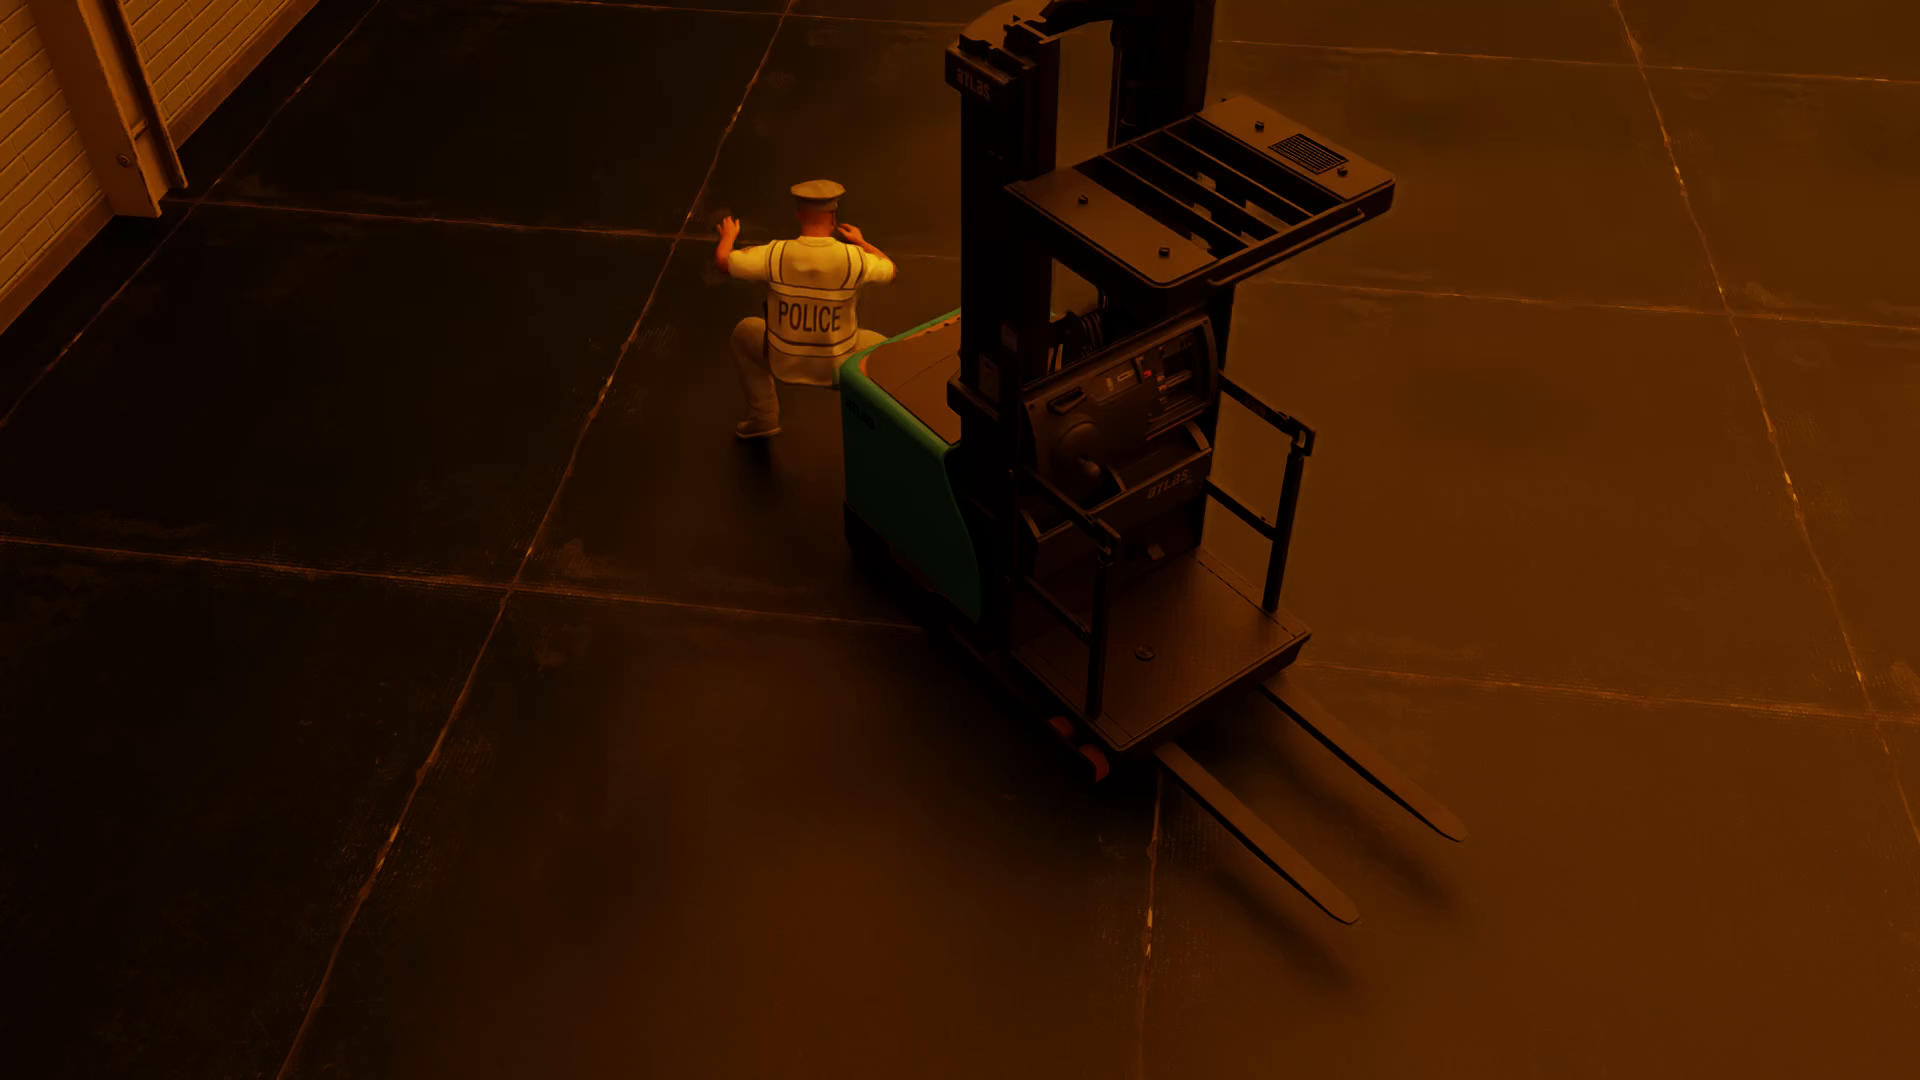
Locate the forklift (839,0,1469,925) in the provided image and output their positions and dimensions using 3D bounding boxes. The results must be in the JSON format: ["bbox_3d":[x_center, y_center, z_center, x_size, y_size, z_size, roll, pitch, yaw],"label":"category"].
[{"bbox_3d":[0.758,-0.467,6.232,1.130,2.935,3.031,-27,49,-27],"label":"forklift"}]

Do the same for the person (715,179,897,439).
[{"bbox_3d":[-0.659,-1.058,7.946,1.009,1.526,0.769,1,43,1],"label":"person"}]
